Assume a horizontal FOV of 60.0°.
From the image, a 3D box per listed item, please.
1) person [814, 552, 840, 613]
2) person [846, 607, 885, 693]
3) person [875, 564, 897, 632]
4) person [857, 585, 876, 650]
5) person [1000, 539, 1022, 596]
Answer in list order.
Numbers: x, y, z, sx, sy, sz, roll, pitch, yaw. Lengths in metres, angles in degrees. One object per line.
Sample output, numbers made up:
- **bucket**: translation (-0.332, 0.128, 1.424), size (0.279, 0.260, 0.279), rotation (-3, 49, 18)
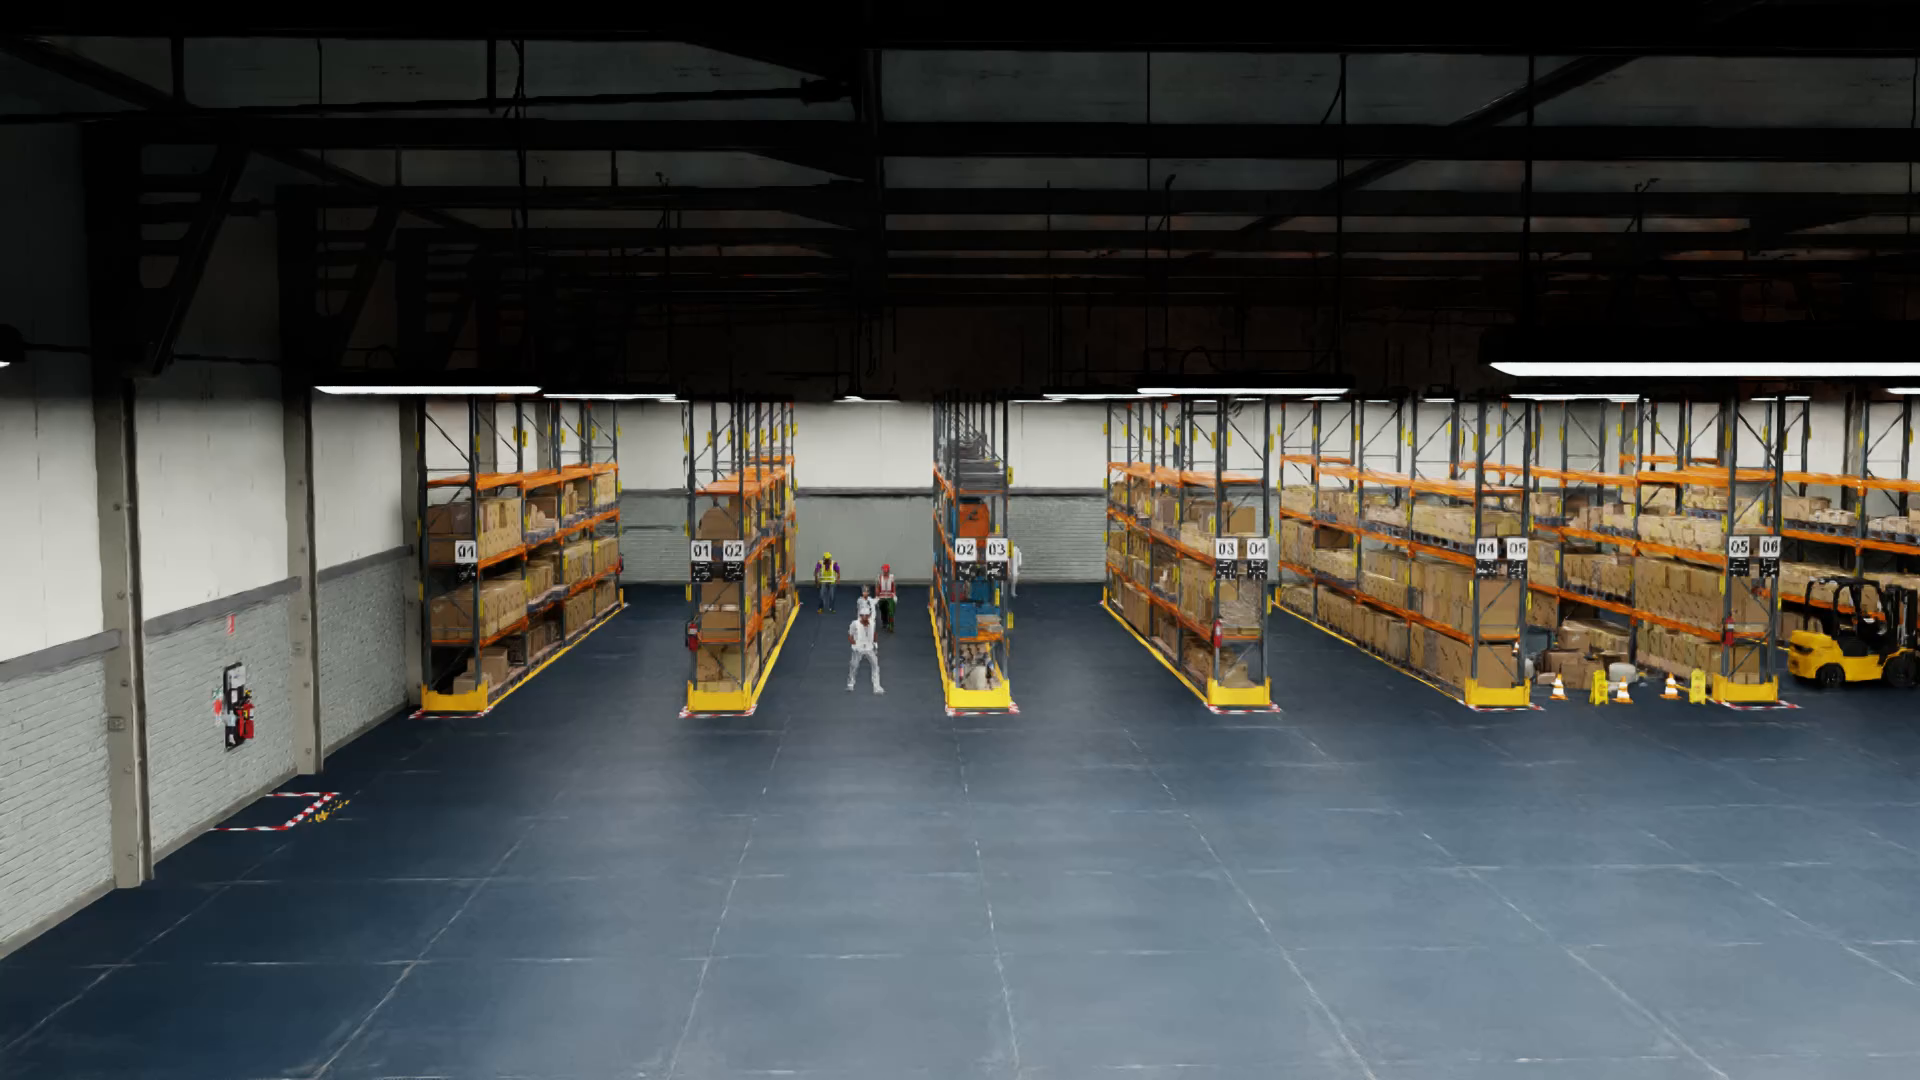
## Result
- **person**: translation (-3.641, 1.160, 45.569), size (0.719, 1.714, 0.578), rotation (0, 5, -4)
- **person**: translation (-1.921, 2.168, 33.011), size (0.692, 1.723, 0.846), rotation (-2, 5, -19)
- **person**: translation (-1.862, 1.440, 41.885), size (0.553, 1.709, 1.123), rotation (0, 5, 0)
- **person**: translation (-2.126, 1.820, 37.723), size (0.482, 1.621, 0.989), rotation (1, 5, 6)
- **person**: translation (1.482, 0.816, 49.637), size (0.729, 1.733, 0.546), rotation (0, 5, -4)
